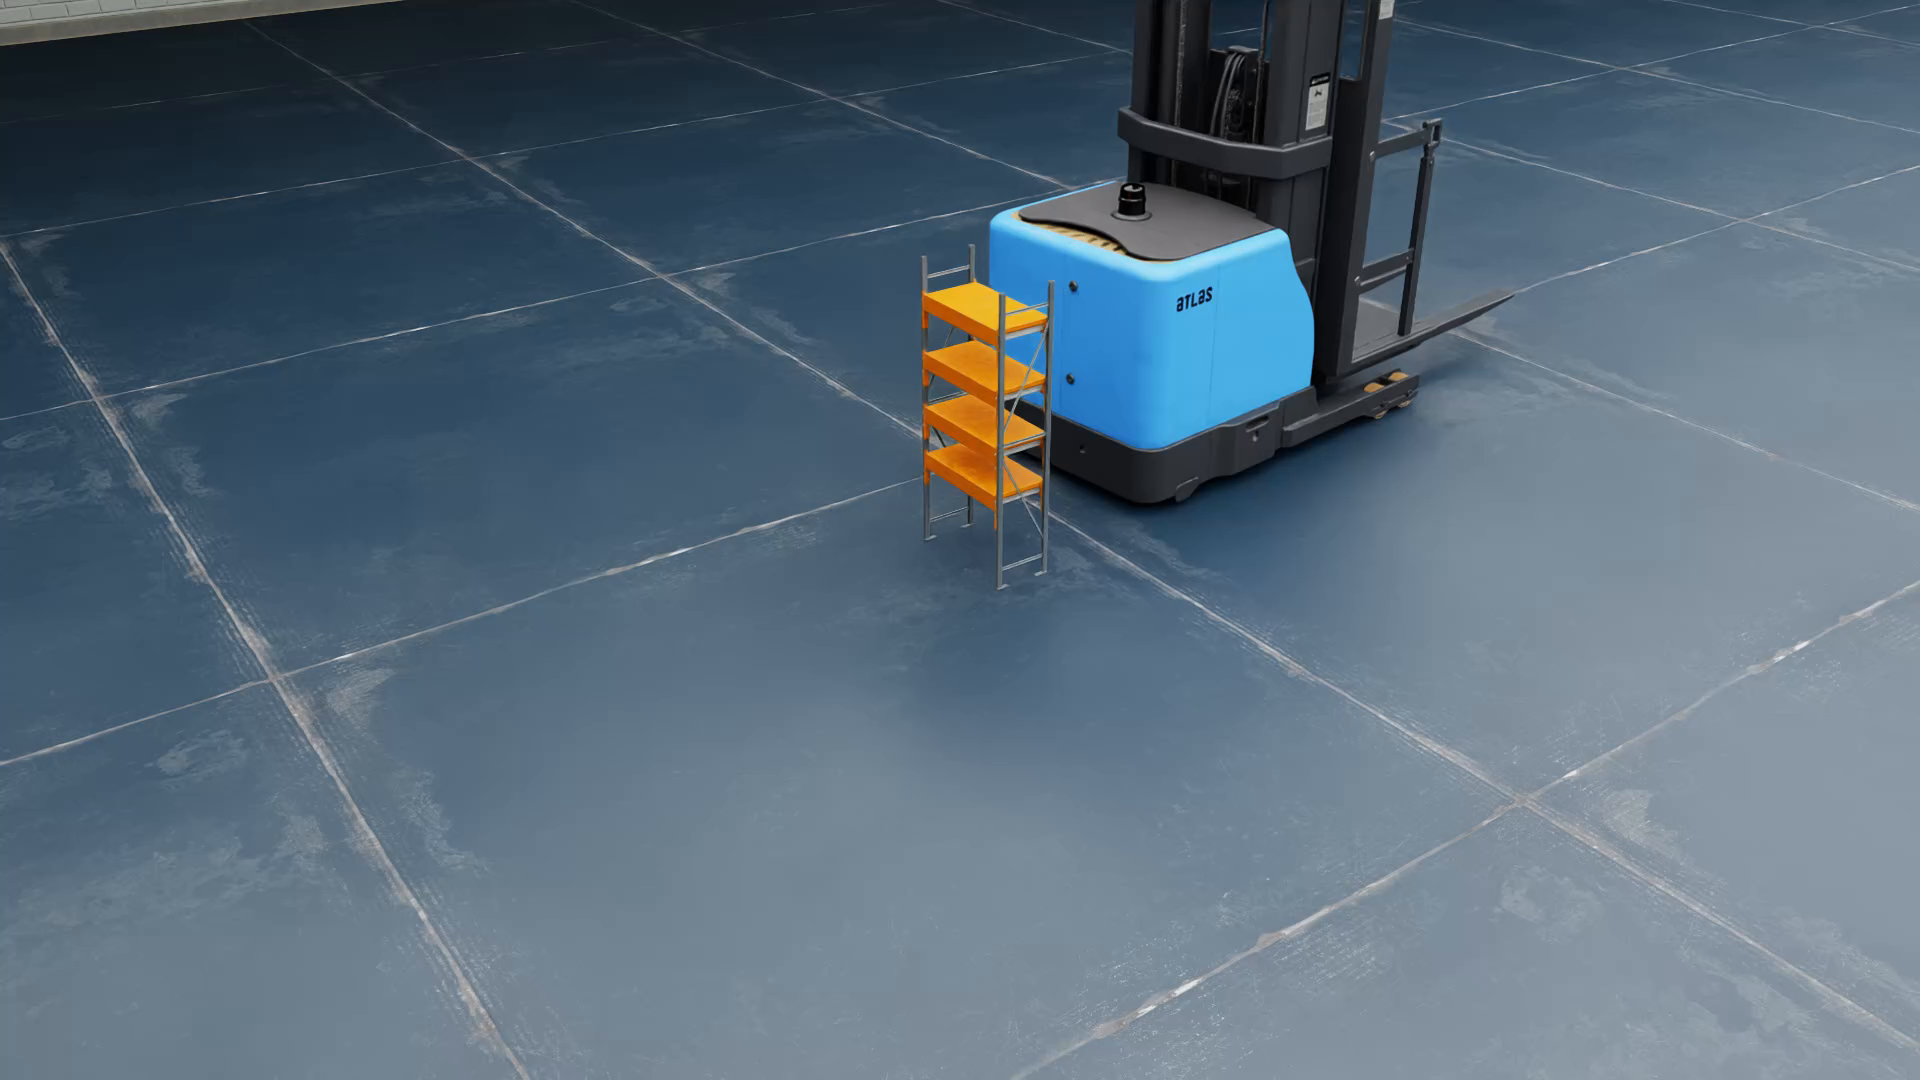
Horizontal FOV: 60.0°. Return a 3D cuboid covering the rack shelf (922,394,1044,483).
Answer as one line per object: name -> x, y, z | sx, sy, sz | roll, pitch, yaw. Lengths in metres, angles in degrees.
rack shelf -> 0.096, -0.404, 6.377 | 0.258, 0.148, 0.480 | -19, 34, -31

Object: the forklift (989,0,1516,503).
forklift -> 1.546, -2.022, 7.403 | 3.031, 2.935, 1.130 | -23, 36, -36

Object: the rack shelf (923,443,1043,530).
rack shelf -> 0.096, -0.229, 6.472 | 0.258, 0.148, 0.480 | -19, 34, -31

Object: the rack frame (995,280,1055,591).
rack frame -> 0.238, -0.368, 6.170 | 0.240, 1.200, 0.015 | -19, 34, -31

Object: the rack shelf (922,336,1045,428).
rack shelf -> 0.096, -0.600, 6.271 | 0.258, 0.148, 0.480 | -19, 34, -31

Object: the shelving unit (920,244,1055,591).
shelving unit -> 0.096, -0.463, 6.345 | 0.258, 1.200, 0.503 | -19, 34, -31

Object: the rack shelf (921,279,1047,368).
rack shelf -> 0.096, -0.808, 6.158 | 0.258, 0.148, 0.480 | -19, 34, -31

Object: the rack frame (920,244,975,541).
rack frame -> -0.046, -0.558, 6.520 | 0.240, 1.200, 0.015 | -19, 34, -31
